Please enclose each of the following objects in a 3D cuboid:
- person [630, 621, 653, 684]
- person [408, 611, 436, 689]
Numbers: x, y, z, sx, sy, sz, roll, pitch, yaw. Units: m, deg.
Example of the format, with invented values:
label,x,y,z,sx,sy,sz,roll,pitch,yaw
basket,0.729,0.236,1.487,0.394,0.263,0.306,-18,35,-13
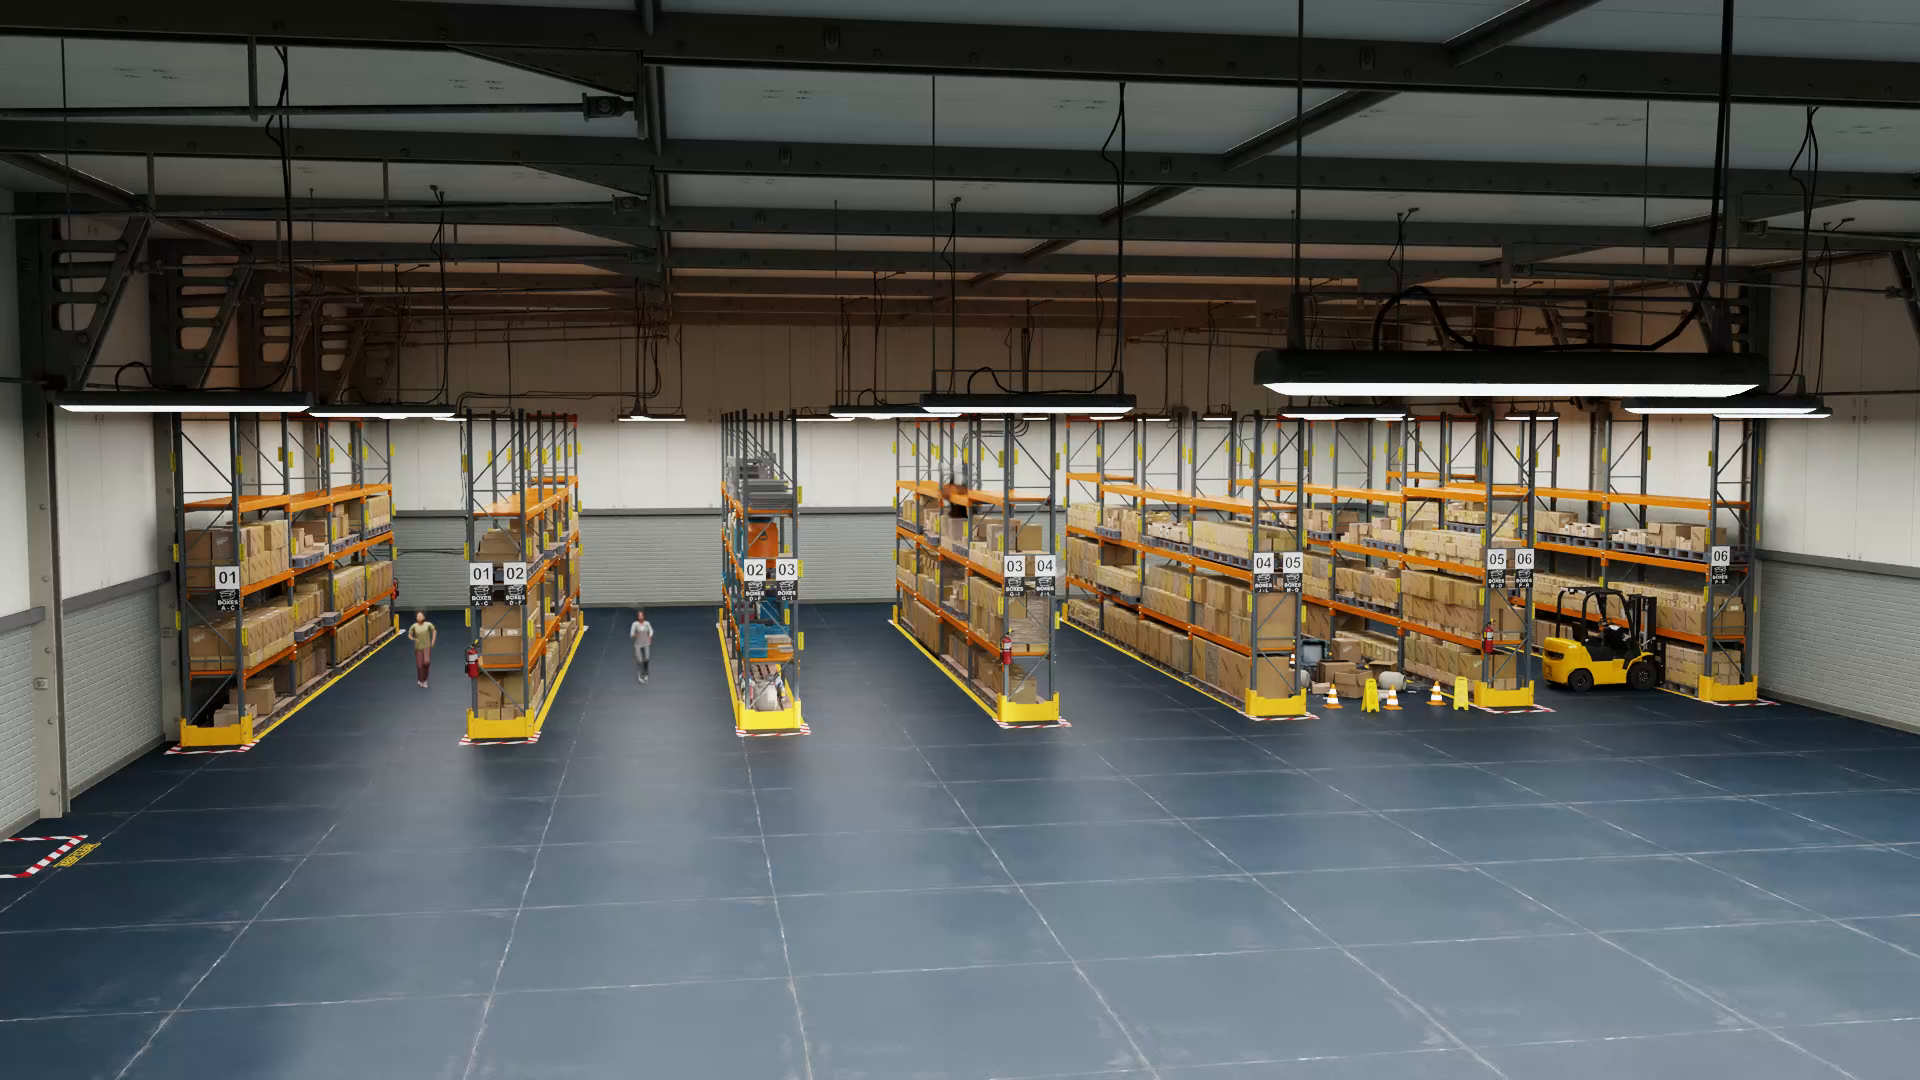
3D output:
label,x,y,z,sx,sy,sz,roll,pitch,yaw
person,-7.038,2.474,36.766,0.518,1.388,0.458,-1,4,-17
person,-11.694,2.383,36.150,0.580,1.684,0.672,-1,4,-14
